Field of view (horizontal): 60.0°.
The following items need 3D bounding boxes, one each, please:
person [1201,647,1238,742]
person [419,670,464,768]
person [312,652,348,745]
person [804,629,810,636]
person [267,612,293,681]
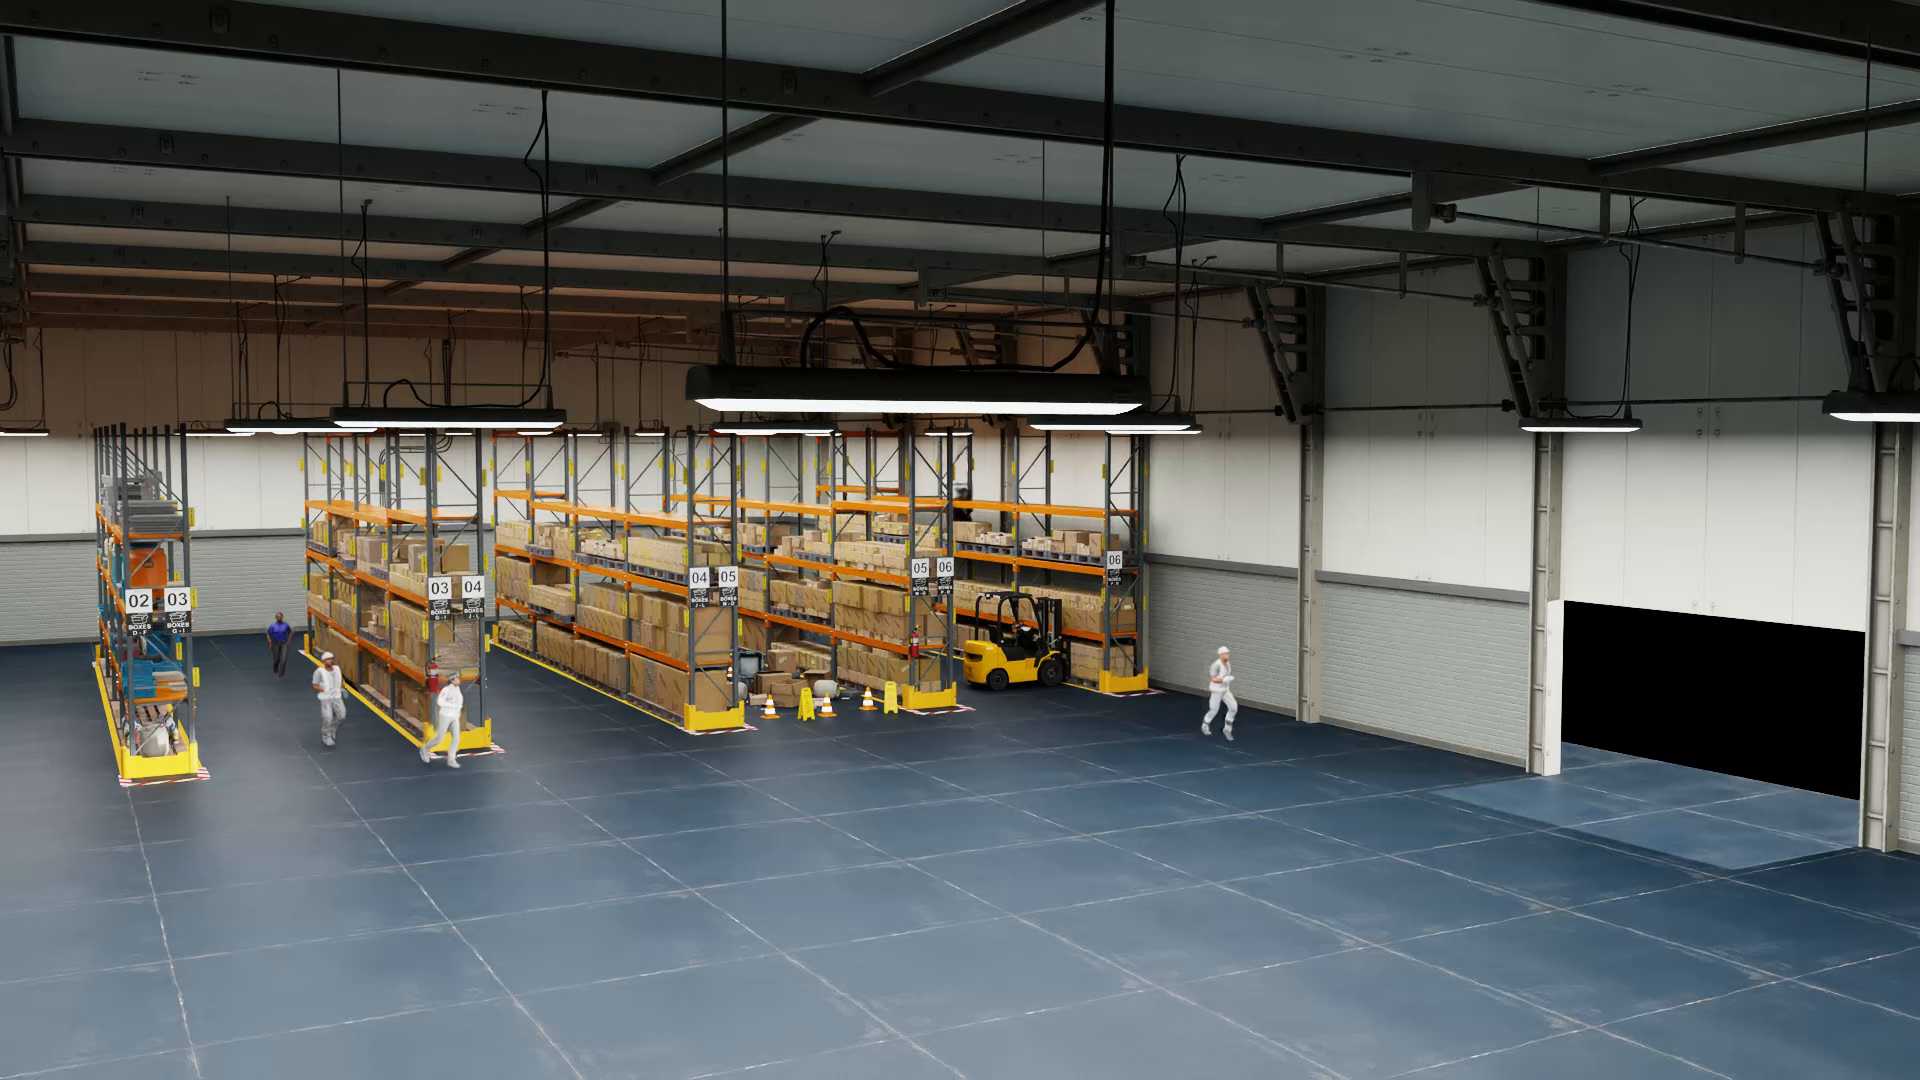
[{"bbox_3d":[4.937,2.916,31.678,0.692,1.811,0.861,-3,5,-42],"label":"person"},{"bbox_3d":[-8.998,3.127,29.270,0.891,1.662,0.639,2,4,24],"label":"person"},{"bbox_3d":[-11.748,2.966,31.098,0.583,1.739,0.678,3,5,41],"label":"person"},{"bbox_3d":[-4.455,2.094,47.032,0.611,1.660,0.879,-3,5,-41],"label":"person"},{"bbox_3d":[-16.212,2.536,39.651,0.582,1.608,0.578,-2,4,-28],"label":"person"}]
